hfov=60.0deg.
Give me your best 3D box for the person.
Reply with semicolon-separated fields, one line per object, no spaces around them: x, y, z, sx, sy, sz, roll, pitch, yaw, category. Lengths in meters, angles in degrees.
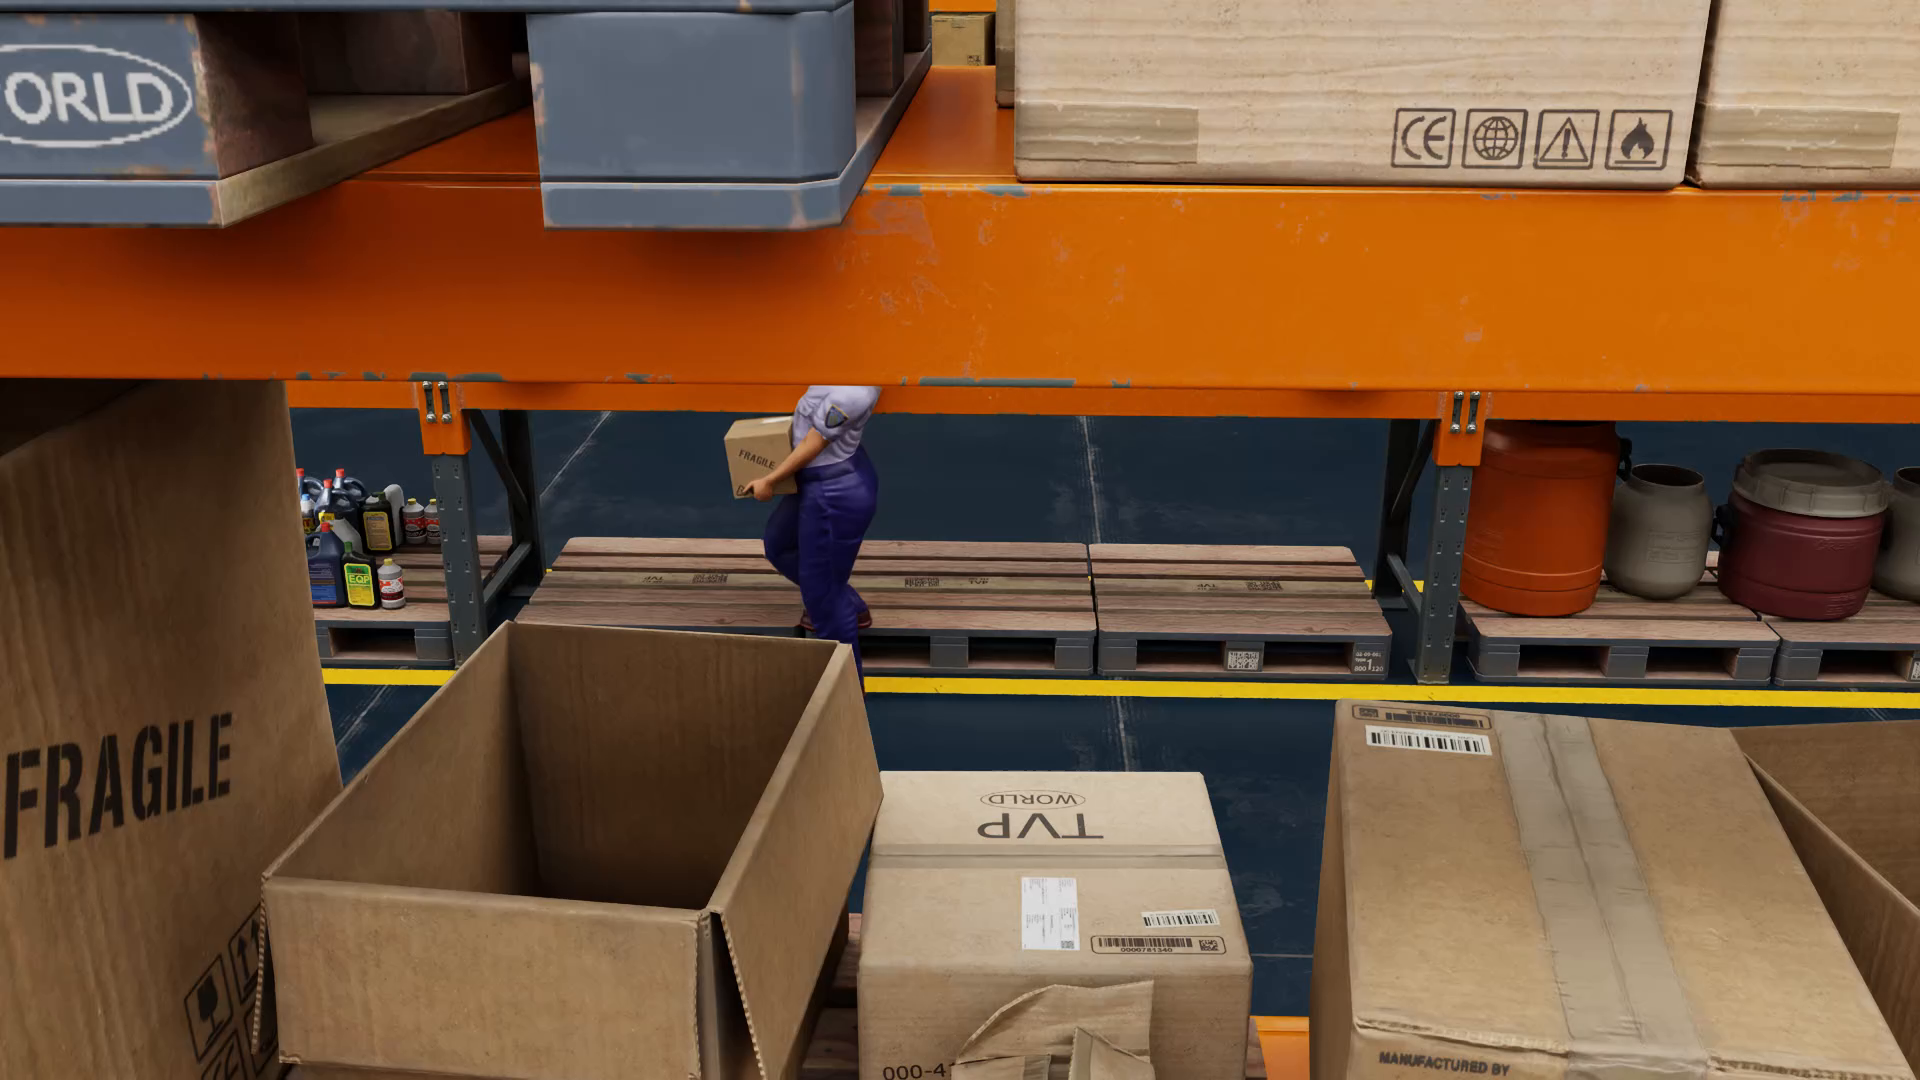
-0.539;-0.150;6.539;0.584;1.611;0.445;1;21;3;person
